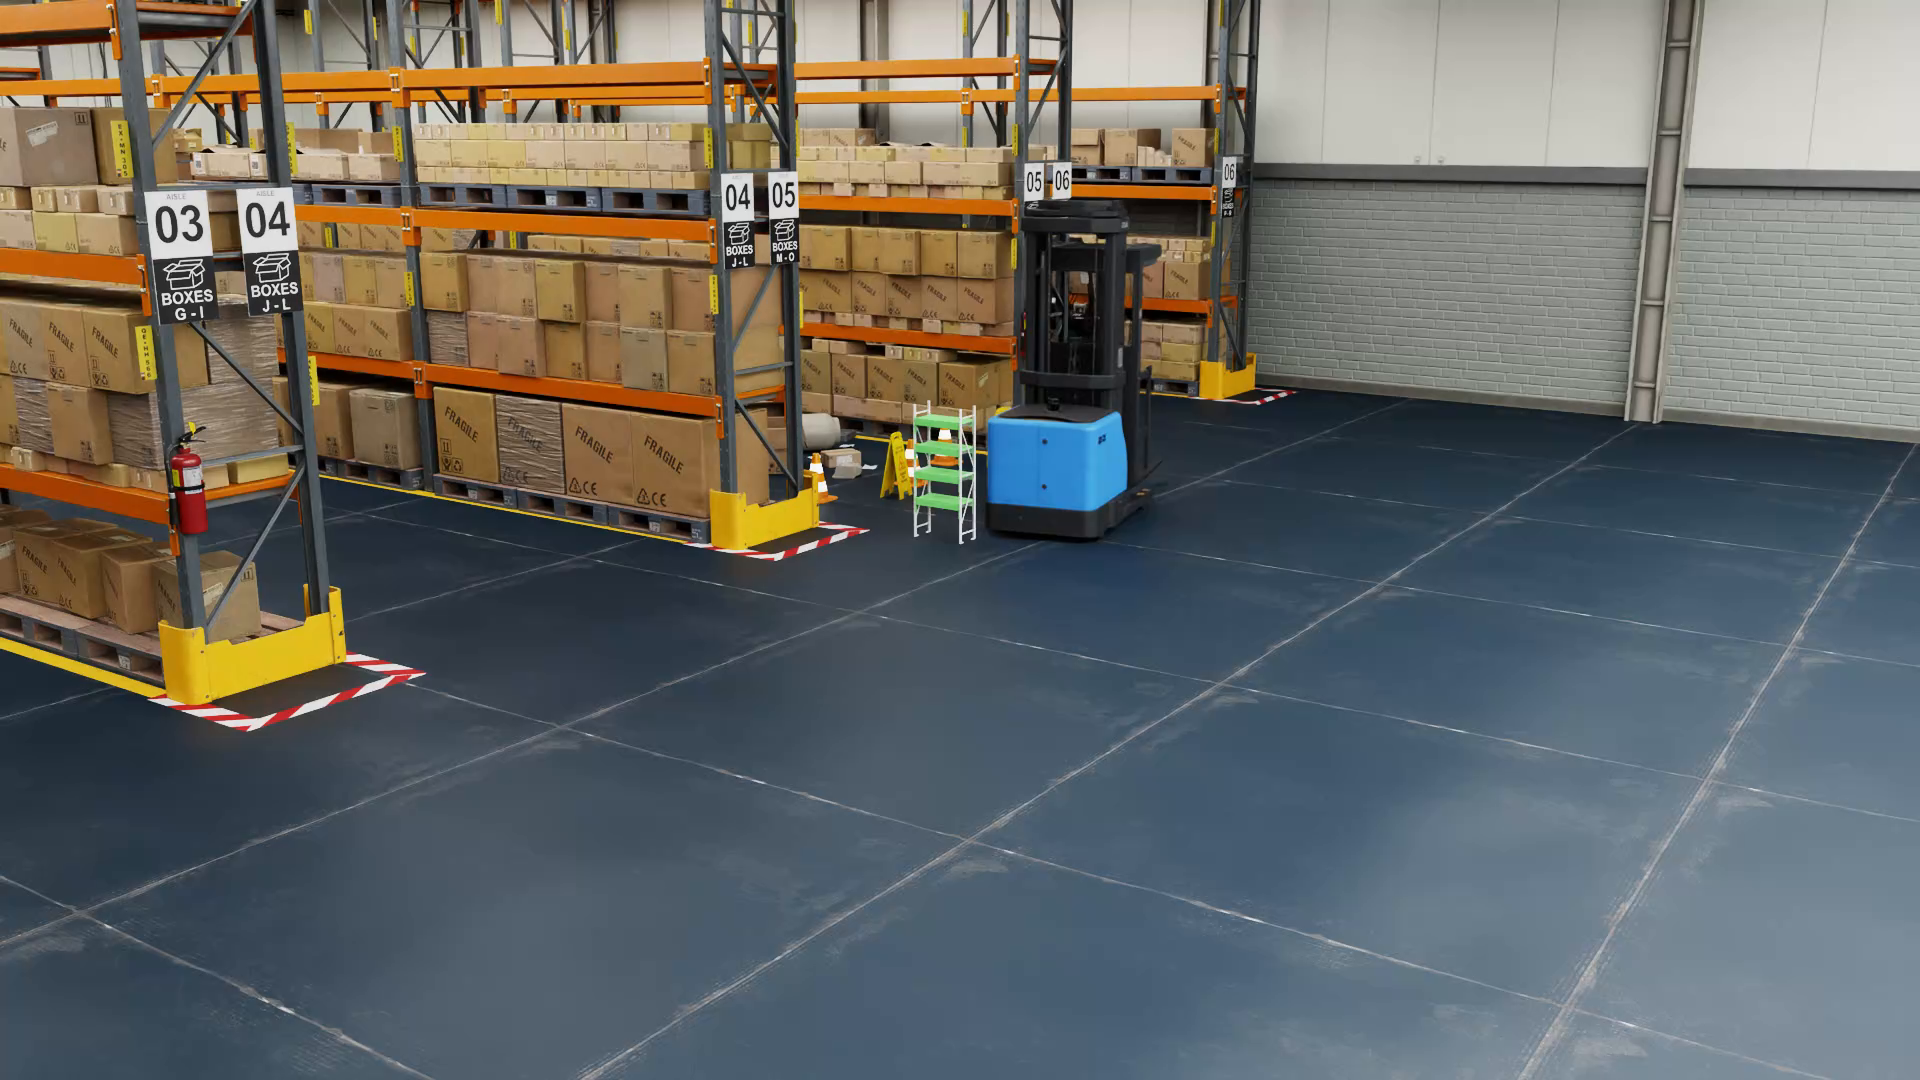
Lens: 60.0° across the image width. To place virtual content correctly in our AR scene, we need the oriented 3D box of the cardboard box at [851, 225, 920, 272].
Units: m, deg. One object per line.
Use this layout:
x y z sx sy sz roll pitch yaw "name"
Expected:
-0.863 -3.419 19.483 0.500 0.500 0.700 9 17 32 "cardboard box"

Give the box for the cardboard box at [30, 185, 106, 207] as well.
-5.816 -2.239 10.867 0.250 0.149 0.380 9 17 33 "cardboard box"

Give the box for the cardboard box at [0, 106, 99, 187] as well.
-6.043 -2.577 10.879 0.500 0.500 0.500 9 17 33 "cardboard box"

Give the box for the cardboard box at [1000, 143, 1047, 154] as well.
0.918 -5.535 23.802 0.500 0.311 0.500 10 17 34 "cardboard box"

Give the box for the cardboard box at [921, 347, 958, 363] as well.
-0.237 -2.143 19.175 0.250 0.149 0.380 10 17 34 "cardboard box"

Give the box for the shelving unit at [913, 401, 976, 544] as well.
-0.137 -0.605 14.769 0.503 1.200 0.258 9 17 33 "shelving unit"

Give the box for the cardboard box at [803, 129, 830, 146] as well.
-2.016 -6.130 25.811 0.500 0.500 0.700 9 16 32 "cardboard box"

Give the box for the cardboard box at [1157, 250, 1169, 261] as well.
2.829 -3.923 22.871 0.250 0.149 0.380 10 17 34 "cardboard box"

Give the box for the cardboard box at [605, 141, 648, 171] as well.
-2.740 -3.360 14.523 0.500 0.250 0.500 9 17 33 "cardboard box"

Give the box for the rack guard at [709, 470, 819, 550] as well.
-1.743 -0.286 14.939 0.348 0.500 1.175 9 17 33 "rack guard"

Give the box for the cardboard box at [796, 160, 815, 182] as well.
-1.758 -4.387 19.752 0.500 0.250 0.500 9 17 32 "cardboard box"

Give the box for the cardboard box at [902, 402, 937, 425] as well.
-0.331 -1.498 19.482 0.500 0.250 0.500 9 17 33 "cardboard box"

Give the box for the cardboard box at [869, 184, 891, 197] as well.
-0.836 -4.027 19.128 0.250 0.149 0.380 9 16 32 "cardboard box"

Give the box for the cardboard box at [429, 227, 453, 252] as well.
-7.137 -4.262 23.511 0.500 0.500 0.500 9 17 33 "cardboard box"

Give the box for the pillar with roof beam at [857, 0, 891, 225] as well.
-3.773 -6.625 22.859 0.400 9.000 9.100 9 17 33 "pillar with roof beam"

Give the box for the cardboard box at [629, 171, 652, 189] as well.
-2.650 -3.135 14.442 0.250 0.149 0.380 9 17 34 "cardboard box"

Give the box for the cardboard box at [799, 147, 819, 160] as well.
-1.675 -4.547 19.570 0.250 0.149 0.380 9 17 32 "cardboard box"

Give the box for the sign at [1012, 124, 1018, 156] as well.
0.589 -4.281 17.791 0.005 0.325 0.100 9 17 33 "sign"

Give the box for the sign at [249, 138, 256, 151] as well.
-8.085 -4.431 18.997 0.005 0.325 0.100 9 17 33 "sign"

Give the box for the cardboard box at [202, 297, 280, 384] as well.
-4.920 -1.334 11.061 0.500 0.500 0.500 9 17 33 "cardboard box"

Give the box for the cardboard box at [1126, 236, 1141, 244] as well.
2.370 -4.125 23.068 0.250 0.149 0.380 10 17 34 "cardboard box"

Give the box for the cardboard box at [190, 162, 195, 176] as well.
-8.214 -4.086 18.284 0.250 0.149 0.380 8 16 31 "cardboard box"

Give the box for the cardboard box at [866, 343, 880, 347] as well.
-1.340 -2.179 20.672 0.500 0.500 0.500 10 17 34 "cardboard box"

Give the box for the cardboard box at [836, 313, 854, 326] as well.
-1.265 -2.638 19.761 0.250 0.149 0.380 9 17 33 "cardboard box"

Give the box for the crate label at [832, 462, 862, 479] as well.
-1.186 -0.740 17.529 0.298 0.136 0.250 1 14 4 "crate label"

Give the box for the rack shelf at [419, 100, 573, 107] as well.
-7.934 -7.932 29.644 4.000 0.370 1.077 9 17 33 "rack shelf"

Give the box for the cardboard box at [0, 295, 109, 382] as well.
-6.041 -1.364 11.182 0.500 0.500 0.500 9 17 33 "cardboard box"

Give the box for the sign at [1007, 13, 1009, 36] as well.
0.694 -7.580 24.443 0.005 0.325 0.100 9 17 33 "sign"

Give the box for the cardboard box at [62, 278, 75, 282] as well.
-10.351 -3.130 19.635 0.250 0.149 0.380 10 17 34 "cardboard box"

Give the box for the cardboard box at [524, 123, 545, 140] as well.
-3.708 -3.692 15.035 0.250 0.149 0.380 9 17 33 "cardboard box"

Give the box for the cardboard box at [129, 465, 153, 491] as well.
-5.174 -0.436 10.866 0.250 0.149 0.380 9 17 33 "cardboard box"

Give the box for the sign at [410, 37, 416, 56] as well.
-9.897 -8.935 30.082 0.005 0.325 0.100 9 17 33 "sign"

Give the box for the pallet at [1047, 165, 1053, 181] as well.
1.086 -5.334 24.070 1.213 0.211 1.003 9 17 33 "pallet"

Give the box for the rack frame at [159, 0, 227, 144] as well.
-12.361 -7.561 26.641 0.127 3.000 1.000 9 17 33 "rack frame"

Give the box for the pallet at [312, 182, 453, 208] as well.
-5.871 -3.516 16.939 1.217 0.209 0.805 8 16 31 "pallet"

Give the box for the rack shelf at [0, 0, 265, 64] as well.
-6.275 -3.357 11.161 4.000 0.370 1.077 9 17 33 "rack shelf"

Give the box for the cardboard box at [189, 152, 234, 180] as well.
-8.727 -4.210 19.137 0.500 0.500 0.500 9 17 33 "cardboard box"

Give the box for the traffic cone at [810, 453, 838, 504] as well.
-1.412 -0.626 16.388 0.334 0.463 0.336 9 17 33 "traffic cone"

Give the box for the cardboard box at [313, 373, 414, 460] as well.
-6.446 -1.347 17.828 0.750 0.750 1.050 9 17 33 "cardboard box"

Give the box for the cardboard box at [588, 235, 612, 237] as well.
-4.755 -3.900 22.636 0.500 0.500 0.500 9 16 32 "cardboard box"

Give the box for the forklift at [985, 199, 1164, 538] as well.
1.247 -1.746 15.776 1.130 2.935 3.031 5 15 21 "forklift"

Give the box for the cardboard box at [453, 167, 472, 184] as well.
-4.548 -3.441 15.680 0.250 0.149 0.380 9 17 33 "cardboard box"

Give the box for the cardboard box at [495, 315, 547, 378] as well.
-3.918 -1.900 15.944 0.550 0.550 0.875 9 17 33 "cardboard box"

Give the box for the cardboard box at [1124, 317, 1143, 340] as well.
2.275 -2.981 23.389 0.500 0.250 0.500 9 17 34 "cardboard box"

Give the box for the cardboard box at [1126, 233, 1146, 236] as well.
2.505 -4.285 23.713 0.250 0.149 0.380 9 16 31 "cardboard box"

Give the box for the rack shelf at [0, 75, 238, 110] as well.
-10.061 -5.213 19.483 4.000 0.370 1.077 9 17 33 "rack shelf"

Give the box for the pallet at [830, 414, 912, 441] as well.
-0.810 -1.440 20.200 1.213 0.211 1.003 9 17 33 "pallet"

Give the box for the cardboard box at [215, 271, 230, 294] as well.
-8.035 -3.047 18.603 0.500 0.500 0.700 9 17 33 "cardboard box"

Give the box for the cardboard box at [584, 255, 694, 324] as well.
-2.946 -2.315 15.373 0.550 0.550 0.875 9 17 33 "cardboard box"

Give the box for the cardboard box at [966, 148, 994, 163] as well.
0.277 -4.253 18.384 0.250 0.149 0.380 10 17 34 "cardboard box"

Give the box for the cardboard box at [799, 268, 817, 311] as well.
-1.765 -3.056 20.097 0.500 0.500 0.500 9 17 33 "cardboard box"

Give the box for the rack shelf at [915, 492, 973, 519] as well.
-0.137 -0.310 14.842 0.480 0.148 0.258 9 17 33 "rack shelf"

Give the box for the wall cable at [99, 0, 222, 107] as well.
-15.230 -8.986 32.319 0.133 3.039 2.988 9 17 33 "wall cable"

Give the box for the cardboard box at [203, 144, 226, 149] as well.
-11.937 -6.242 26.786 0.500 0.250 0.500 7 16 28 "cardboard box"

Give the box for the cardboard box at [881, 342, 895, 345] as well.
-0.715 -3.255 25.796 0.625 0.625 0.875 9 17 32 "cardboard box"
